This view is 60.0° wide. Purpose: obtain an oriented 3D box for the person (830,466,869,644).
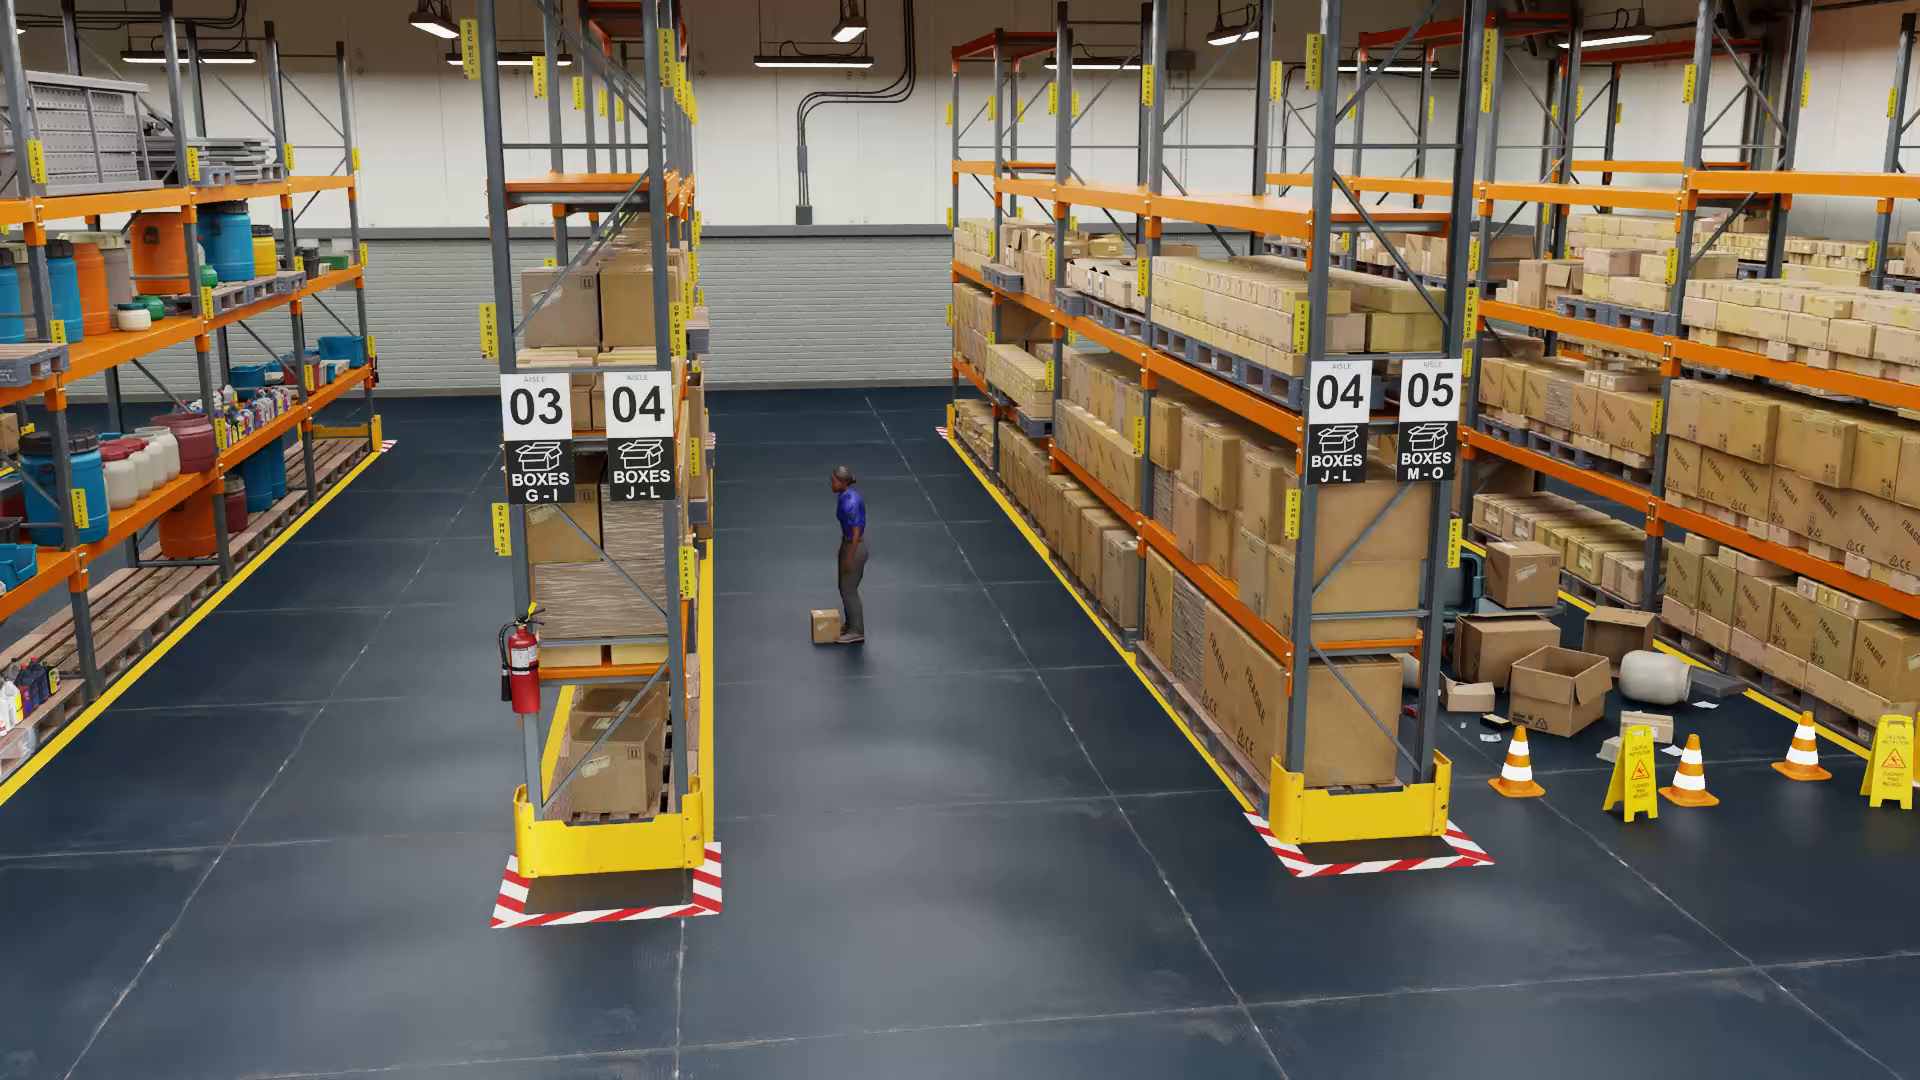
[{"bbox_3d":[-1.035,0.117,15.498,0.346,1.656,0.530,-3,14,-11],"label":"person"}]
